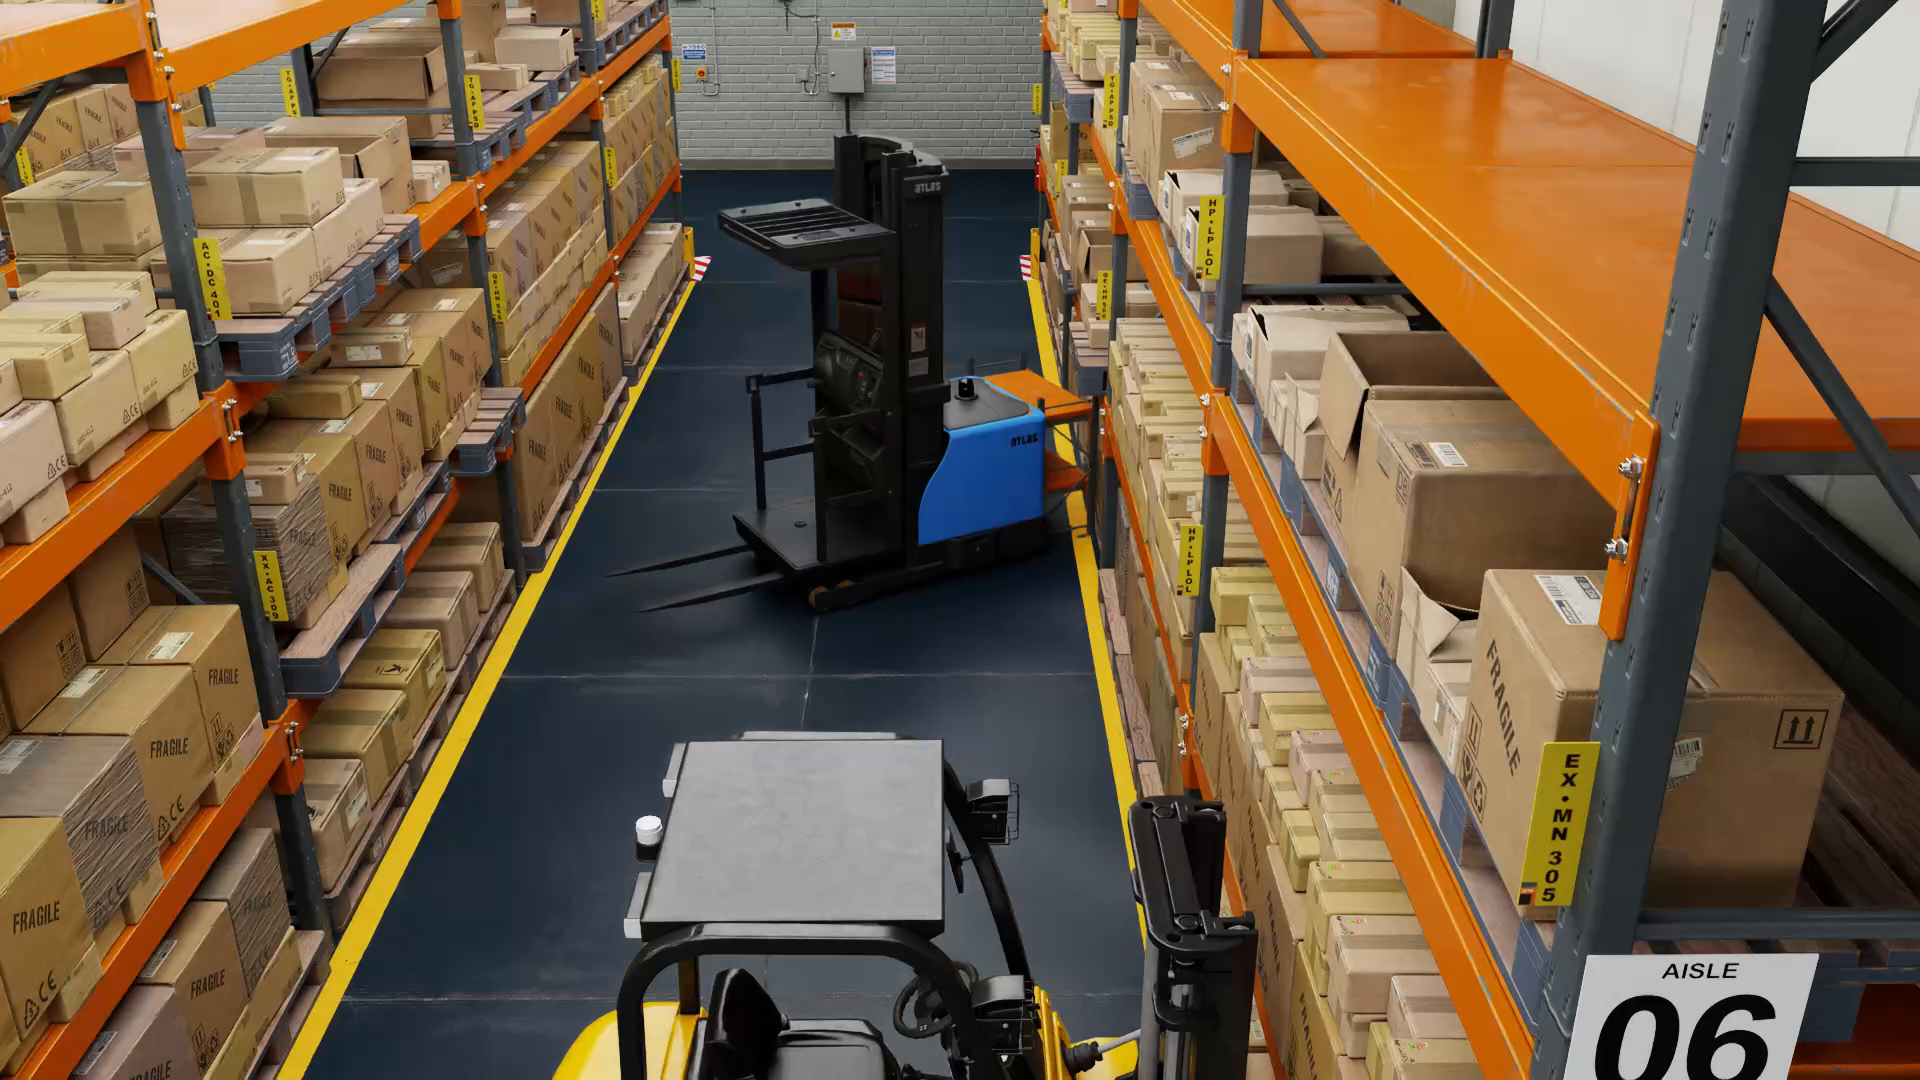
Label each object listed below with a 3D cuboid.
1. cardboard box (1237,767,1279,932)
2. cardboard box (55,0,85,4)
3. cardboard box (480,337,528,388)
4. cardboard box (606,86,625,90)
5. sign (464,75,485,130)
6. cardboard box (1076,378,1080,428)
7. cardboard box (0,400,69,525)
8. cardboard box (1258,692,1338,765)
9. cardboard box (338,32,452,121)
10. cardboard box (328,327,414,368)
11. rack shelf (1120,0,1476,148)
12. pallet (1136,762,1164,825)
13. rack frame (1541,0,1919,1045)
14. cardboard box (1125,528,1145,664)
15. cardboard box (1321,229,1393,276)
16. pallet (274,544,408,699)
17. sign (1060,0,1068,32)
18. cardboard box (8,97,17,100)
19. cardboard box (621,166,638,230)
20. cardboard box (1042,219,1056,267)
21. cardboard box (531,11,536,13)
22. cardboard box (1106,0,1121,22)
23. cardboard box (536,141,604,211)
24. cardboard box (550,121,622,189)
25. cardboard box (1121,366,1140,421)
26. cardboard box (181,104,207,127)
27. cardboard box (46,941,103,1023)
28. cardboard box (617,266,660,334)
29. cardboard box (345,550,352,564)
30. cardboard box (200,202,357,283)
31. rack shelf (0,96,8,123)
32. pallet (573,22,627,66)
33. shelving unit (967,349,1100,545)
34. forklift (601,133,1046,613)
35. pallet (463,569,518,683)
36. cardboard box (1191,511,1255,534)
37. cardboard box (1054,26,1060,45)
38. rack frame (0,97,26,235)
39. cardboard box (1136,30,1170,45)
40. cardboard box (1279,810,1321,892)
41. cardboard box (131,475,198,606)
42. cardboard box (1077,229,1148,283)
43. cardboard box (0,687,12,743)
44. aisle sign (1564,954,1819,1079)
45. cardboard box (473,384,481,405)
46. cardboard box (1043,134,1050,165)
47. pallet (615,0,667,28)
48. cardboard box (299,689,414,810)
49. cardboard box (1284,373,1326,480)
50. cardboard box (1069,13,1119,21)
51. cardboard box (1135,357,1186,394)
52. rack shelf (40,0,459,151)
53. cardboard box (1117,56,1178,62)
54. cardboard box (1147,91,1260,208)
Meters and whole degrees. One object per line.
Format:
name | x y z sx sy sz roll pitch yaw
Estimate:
cardboard box | 1.285 1.133 5.866 0.500 0.500 0.500 0 24 -1
cardboard box | -8.245 -4.775 14.987 0.500 0.250 0.500 0 24 0
cardboard box | -3.249 -1.187 11.300 0.500 0.250 0.500 -1 24 -1
cardboard box | -3.346 -4.155 15.559 0.380 0.149 0.250 0 24 -1
sign | -2.952 -2.657 10.100 0.100 0.325 0.005 0 24 -1
cardboard box | 1.222 -1.152 13.564 0.500 0.500 0.500 -1 24 -2
cardboard box | -3.180 -0.239 5.204 0.500 0.250 0.500 -1 24 -1
cardboard box | 1.254 0.653 5.779 0.380 0.149 0.250 -1 24 -1
cardboard box | -3.696 -3.064 10.996 0.700 0.500 0.500 -1 24 -3
cardboard box | -3.195 -1.048 9.031 0.380 0.149 0.250 -1 24 -3
rack shelf | 1.490 -2.476 8.046 1.077 0.370 4.000 0 24 -1
pallet | 1.465 1.539 8.475 1.003 0.211 1.213 0 24 -1
rack frame | 1.556 -0.514 2.349 1.000 3.000 0.127 0 24 -1
cardboard box | 1.477 0.340 10.113 0.875 0.625 0.625 1 24 1
cardboard box | 1.699 -1.268 7.331 0.380 0.149 0.250 0 24 -1
pallet | -3.314 0.367 7.914 1.003 0.211 1.213 0 24 -1
sign | 0.882 -4.322 13.781 0.100 0.325 0.005 0 24 -1
cardboard box | -8.774 -3.679 14.933 0.500 0.500 0.500 -1 24 -2
cardboard box | -3.283 -3.149 15.334 0.500 0.500 0.500 0 24 0
cardboard box | 1.293 -3.175 18.032 0.797 0.503 0.637 -1 24 -3
cardboard box | -3.868 -4.561 14.612 0.380 0.149 0.250 0 24 1
cardboard box | 1.179 -4.594 14.224 0.500 0.250 0.500 0 24 0
cardboard box | -3.283 -3.019 13.834 0.500 0.500 0.500 1 24 1
cardboard box | -3.301 -3.400 14.675 0.500 0.500 0.500 0 24 0
cardboard box | 1.233 -0.846 9.939 0.500 0.250 0.500 0 24 1
cardboard box | -8.268 -4.283 17.480 0.500 0.500 0.500 0 24 1
cardboard box | -3.117 1.471 5.546 0.380 0.149 0.250 0 24 0
cardboard box | -3.448 -2.353 16.296 0.875 0.438 0.875 -1 24 -2
cardboard box | -3.215 0.070 8.134 0.380 0.149 0.250 1 24 3
cardboard box | -3.063 -1.346 7.501 0.500 0.250 0.500 -1 24 -1
rack shelf | -8.465 -2.852 12.032 1.077 0.370 4.000 0 24 -1
pallet | -3.537 -4.365 14.611 1.003 0.211 1.213 0 24 -1
shelving unit | 0.518 -0.697 12.283 0.538 1.125 1.048 -12 27 -26
forklift | -0.924 -1.105 11.020 3.031 2.935 1.130 -13 28 -27
pallet | -3.488 0.540 10.684 1.003 0.211 1.213 0 24 -1
cardboard box | 1.265 -0.016 7.619 0.380 0.149 0.250 -1 24 -1
cardboard box | 1.079 -4.758 15.679 0.380 0.149 0.250 0 24 1
rack frame | -8.487 -2.637 14.324 1.000 3.000 0.127 0 24 -1
cardboard box | 1.508 -3.694 12.333 0.380 0.149 0.250 0 24 0
cardboard box | 1.250 1.000 5.373 0.380 0.149 0.250 -1 24 -2
cardboard box | -3.686 0.034 7.427 0.500 0.500 0.500 -1 24 -2
cardboard box | 1.266 -1.987 12.251 0.797 0.503 0.637 -1 24 -2
cardboard box | -3.701 0.559 5.562 0.700 0.500 0.500 -1 24 -2
aisle sign | 1.263 1.064 2.987 0.394 0.787 0.004 0 24 -1
cardboard box | -3.181 -0.886 10.247 0.380 0.149 0.250 0 24 0
cardboard box | 1.123 -4.044 17.257 0.500 0.250 0.500 0 24 0
pallet | -3.564 -5.370 16.834 1.003 0.211 1.213 0 24 -1
cardboard box | -3.471 1.089 8.765 0.950 0.372 0.625 1 24 3
cardboard box | 1.225 -0.358 5.177 0.396 0.266 0.258 -1 24 -2
cardboard box | 1.064 -4.115 13.265 0.380 0.149 0.250 0 24 0
cardboard box | 1.226 -0.962 9.711 0.380 0.149 0.250 0 24 0
rack shelf | -3.473 -2.452 7.993 1.077 0.370 4.000 0 24 -1
cardboard box | 1.258 -3.156 11.168 0.380 0.149 0.250 -1 24 -1
cardboard box | 1.244 -2.007 8.538 0.500 0.500 0.500 0 24 1
